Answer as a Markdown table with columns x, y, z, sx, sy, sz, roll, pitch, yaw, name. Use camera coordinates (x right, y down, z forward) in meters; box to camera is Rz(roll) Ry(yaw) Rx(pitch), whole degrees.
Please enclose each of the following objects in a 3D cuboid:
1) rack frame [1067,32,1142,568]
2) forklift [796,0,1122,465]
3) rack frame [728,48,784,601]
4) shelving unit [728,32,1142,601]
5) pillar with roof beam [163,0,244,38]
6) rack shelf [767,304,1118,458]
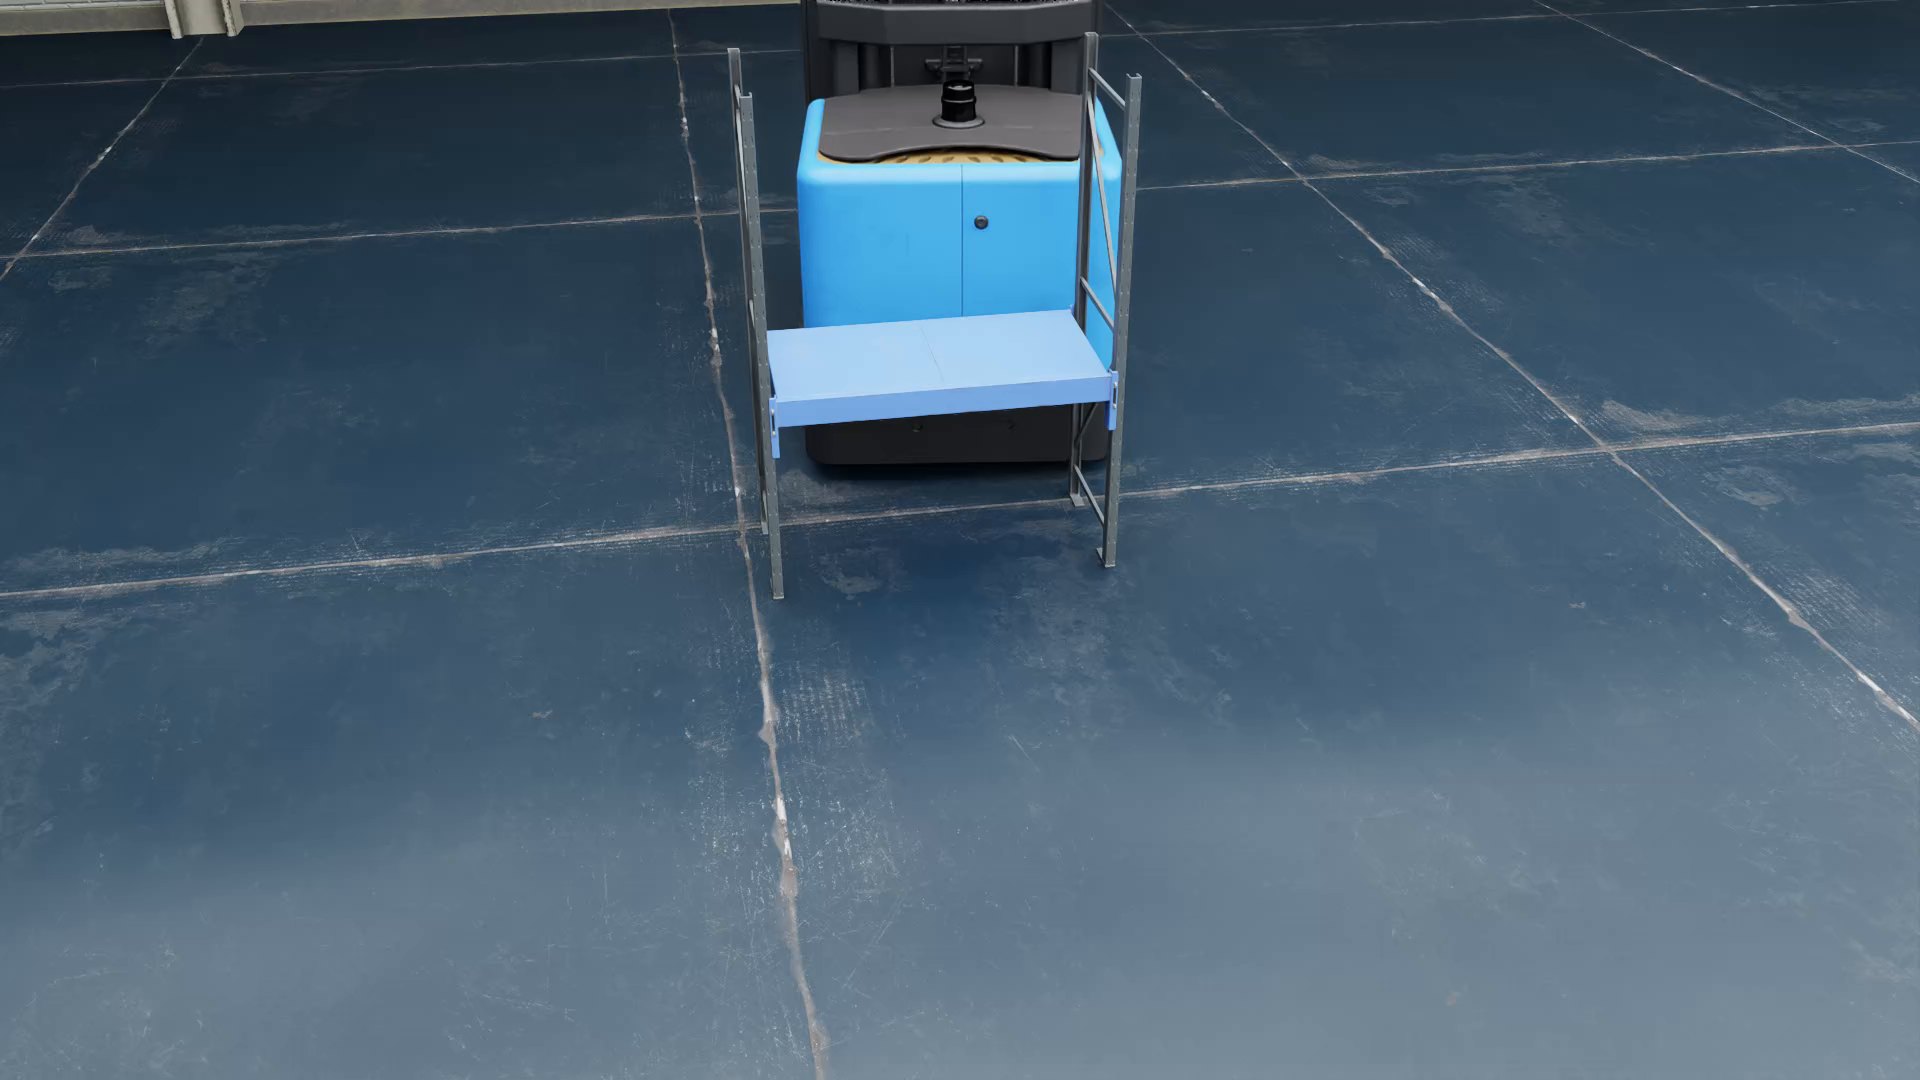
| x | y | z | sx | sy | sz | roll | pitch | yaw | name |
| --- | --- | --- | --- | --- | --- | --- | --- | --- | --- |
| 0.416 | -0.685 | 4.936 | 0.032 | 1.500 | 0.500 | -5 | 31 | -9 | rack frame |
| -0.039 | -2.225 | 6.142 | 1.130 | 2.935 | 3.031 | -1 | 30 | -2 | forklift |
| -0.584 | -0.592 | 4.778 | 0.032 | 1.500 | 0.500 | -5 | 31 | -9 | rack frame |
| -0.084 | -0.639 | 4.857 | 1.048 | 1.500 | 0.538 | -5 | 31 | -9 | shelving unit |
| -4.165 | -5.078 | 5.008 | 0.400 | 9.000 | 9.100 | -5 | 31 | -9 | pillar with roof beam |
| -0.084 | -0.484 | 4.948 | 1.000 | 0.185 | 0.538 | -5 | 31 | -9 | rack shelf |
